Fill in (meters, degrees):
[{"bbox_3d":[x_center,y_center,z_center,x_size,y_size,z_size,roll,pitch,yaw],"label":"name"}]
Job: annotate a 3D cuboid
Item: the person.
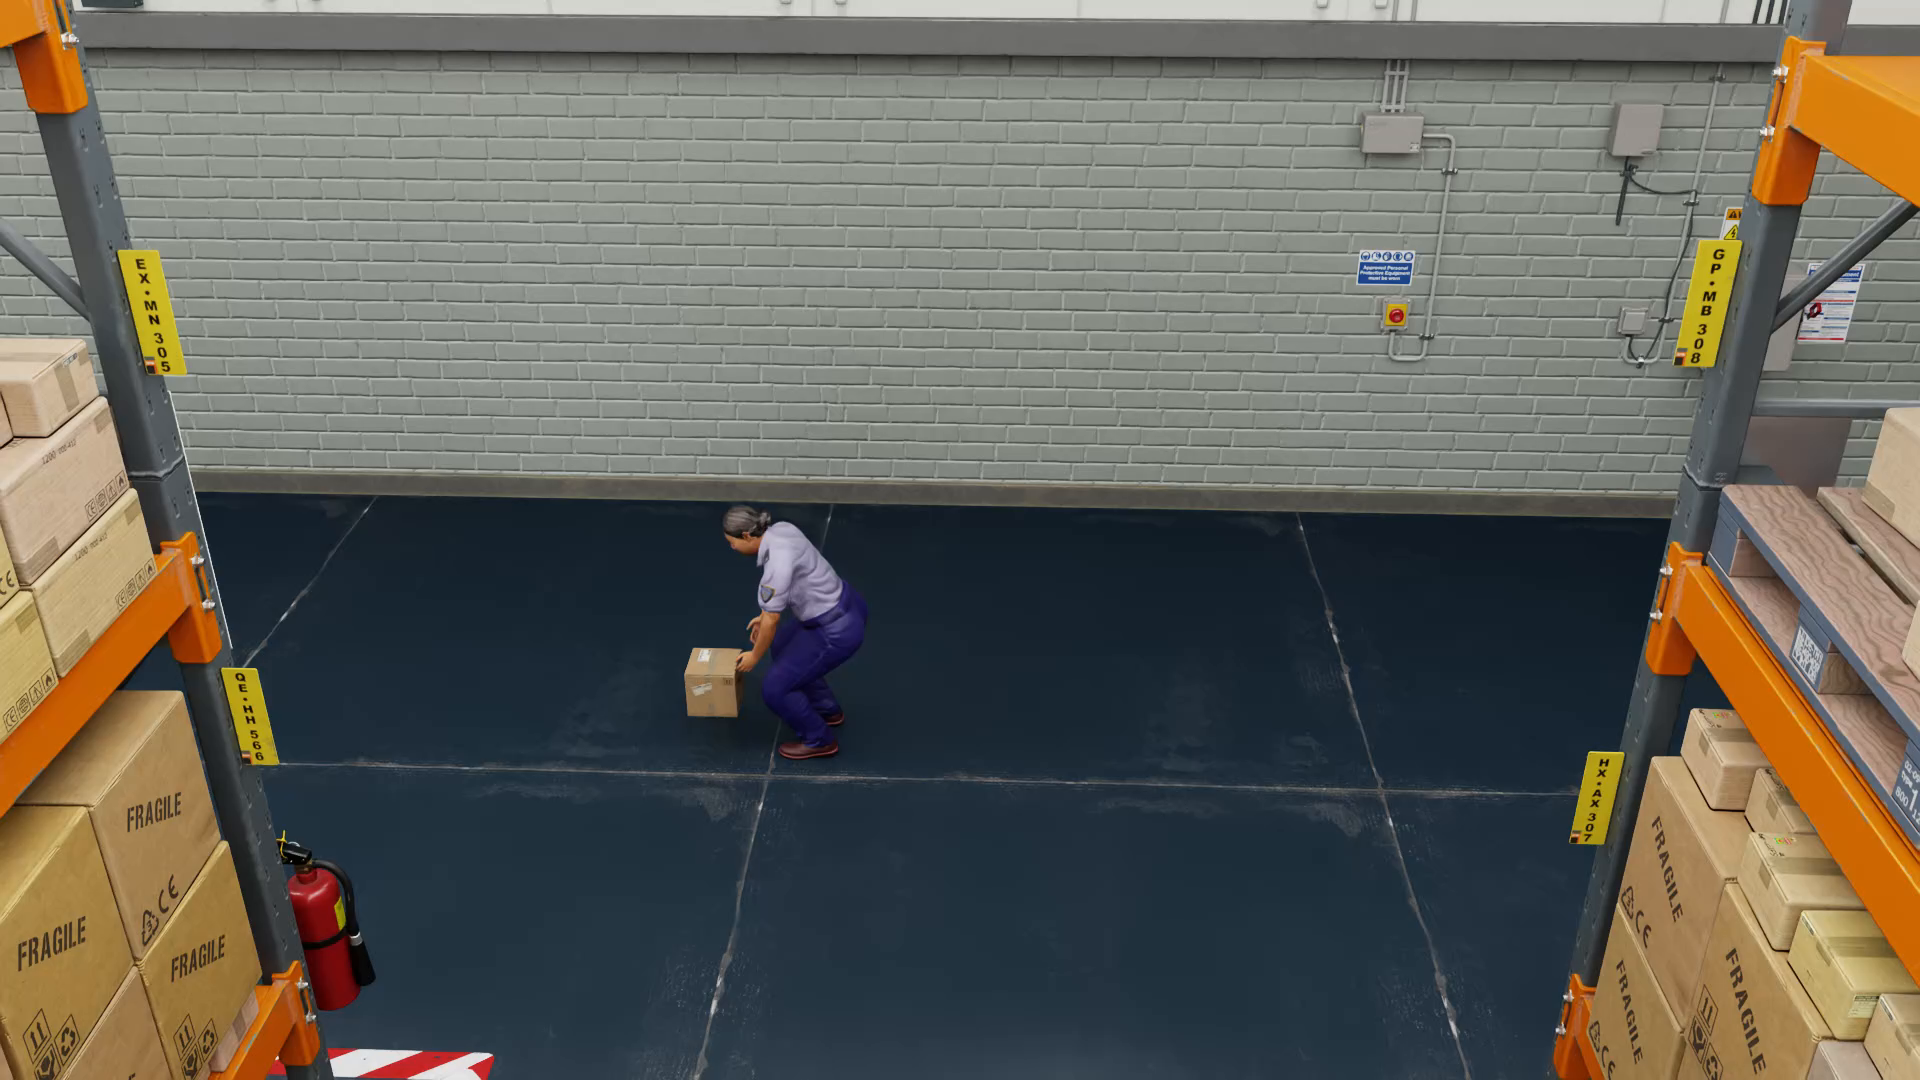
[{"bbox_3d":[-0.793,0.439,8.152,0.672,1.341,0.535,1,28,2],"label":"person"}]
